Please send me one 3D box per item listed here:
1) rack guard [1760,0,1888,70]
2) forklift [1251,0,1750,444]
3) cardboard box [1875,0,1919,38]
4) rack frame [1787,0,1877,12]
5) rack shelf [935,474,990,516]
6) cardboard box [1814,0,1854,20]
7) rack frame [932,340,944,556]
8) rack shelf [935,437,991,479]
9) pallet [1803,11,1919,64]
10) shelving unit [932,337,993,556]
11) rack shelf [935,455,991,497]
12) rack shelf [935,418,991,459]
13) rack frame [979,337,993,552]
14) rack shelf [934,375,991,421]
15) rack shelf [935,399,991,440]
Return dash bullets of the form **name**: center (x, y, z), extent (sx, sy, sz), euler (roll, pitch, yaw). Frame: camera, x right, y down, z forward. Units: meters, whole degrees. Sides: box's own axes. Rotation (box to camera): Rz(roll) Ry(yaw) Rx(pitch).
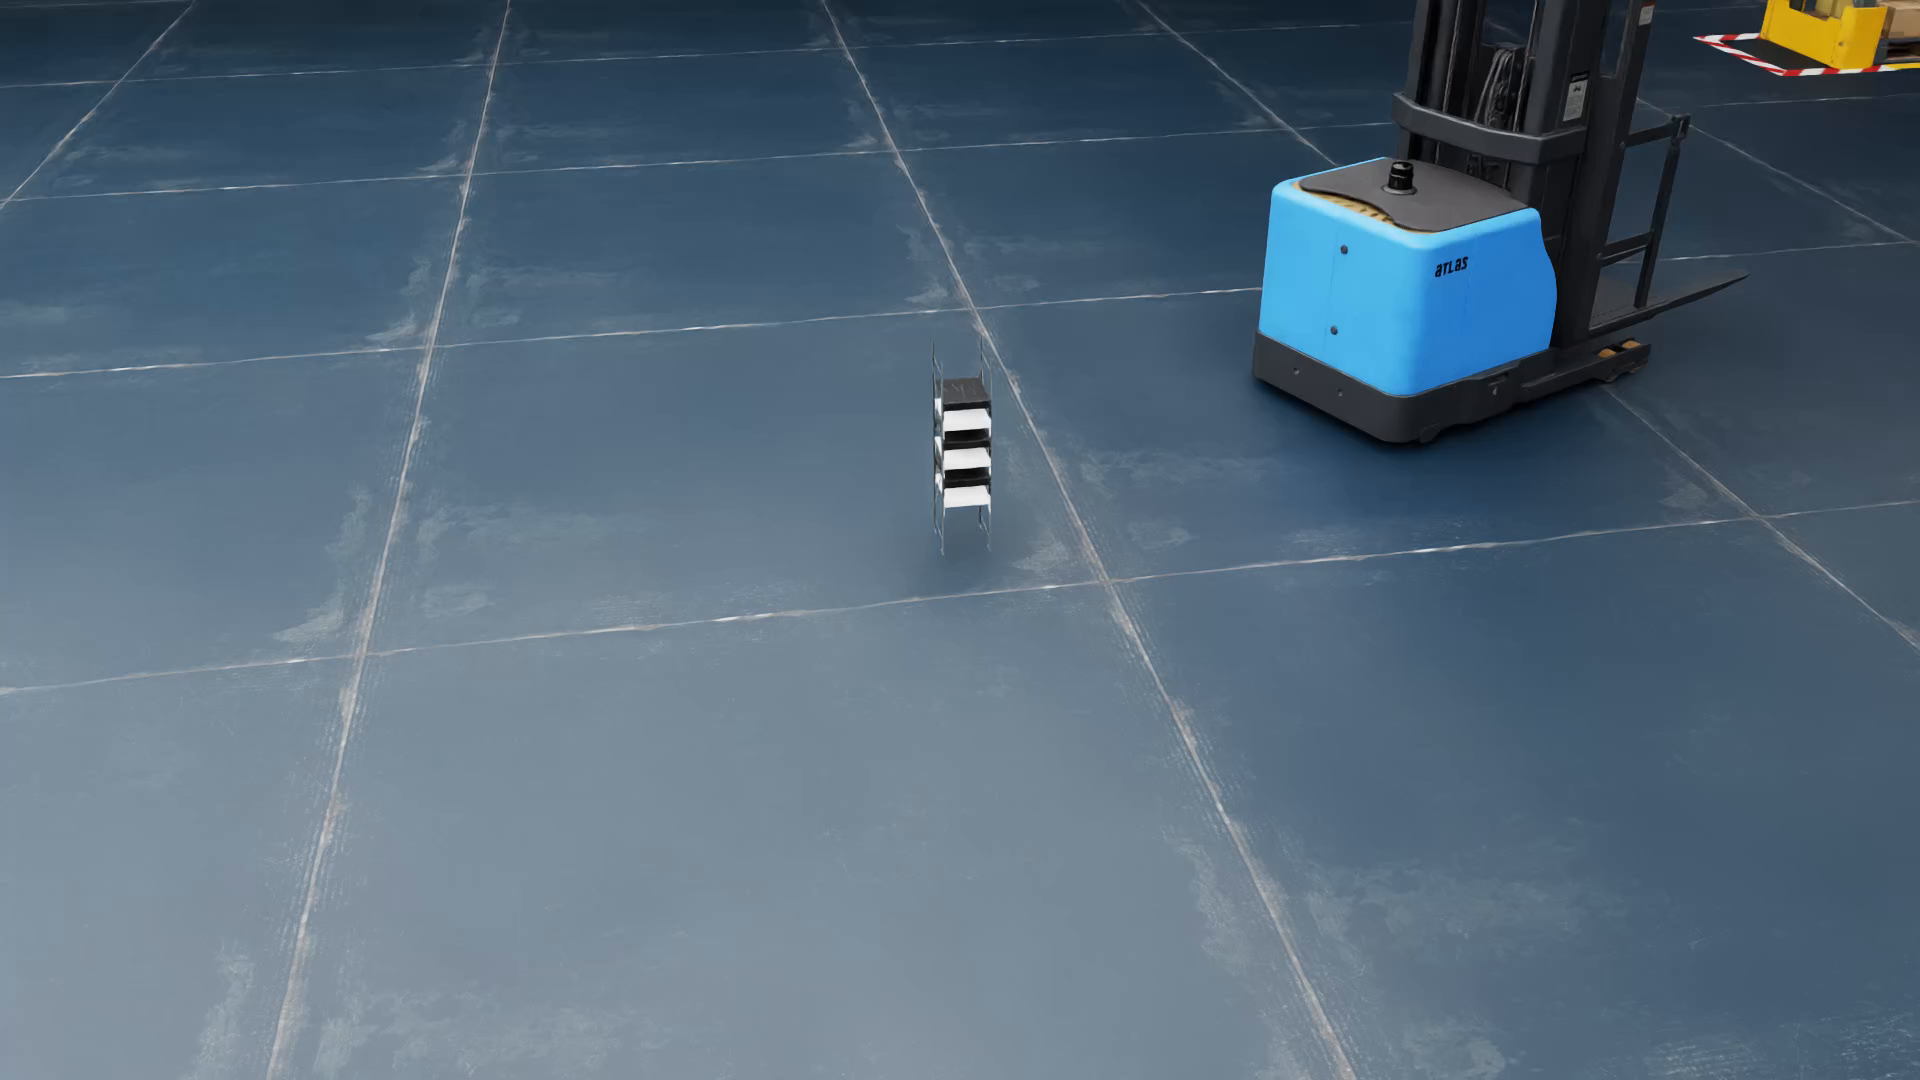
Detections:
- **rack guard**: center (7.440, -4.472, 14.362), extent (0.348, 0.500, 1.175), euler (-5, 31, -9)
- **forklift**: center (3.013, -2.290, 8.253), extent (3.031, 2.935, 1.130), euler (-19, 35, -29)
- **cardboard box**: center (8.031, -4.485, 14.217), extent (0.500, 0.250, 0.500), euler (-5, 31, -9)
- **rack frame**: center (7.463, -5.551, 13.732), extent (0.127, 3.000, 1.000), euler (-5, 31, -9)
- **rack shelf**: center (0.008, -0.205, 7.131), extent (0.200, 0.077, 0.258), euler (-5, 31, -9)
- **cardboard box**: center (7.938, -4.743, 14.656), extent (0.500, 0.250, 0.500), euler (-5, 31, -9)
- **rack frame**: center (-0.092, -0.379, 7.007), extent (0.006, 0.900, 0.240), euler (-5, 31, -9)
- **rack shelf**: center (0.008, -0.360, 7.040), extent (0.200, 0.077, 0.258), euler (-5, 31, -9)
- **pallet**: center (8.208, -4.440, 14.593), extent (1.213, 0.211, 1.003), euler (-5, 31, -9)
- **shelving unit**: center (0.008, -0.389, 7.023), extent (0.210, 0.900, 0.258), euler (-5, 31, -9)
- **rack shelf**: center (0.008, -0.282, 7.086), extent (0.200, 0.077, 0.258), euler (-5, 31, -9)
- **rack shelf**: center (0.008, -0.437, 6.994), extent (0.200, 0.077, 0.258), euler (-5, 31, -9)
- **rack frame**: center (0.108, -0.398, 7.039), extent (0.006, 0.900, 0.240), euler (-5, 31, -9)
- **rack shelf**: center (0.008, -0.593, 6.903), extent (0.200, 0.077, 0.258), euler (-5, 31, -9)
- **rack shelf**: center (0.008, -0.515, 6.949), extent (0.200, 0.077, 0.258), euler (-5, 31, -9)
